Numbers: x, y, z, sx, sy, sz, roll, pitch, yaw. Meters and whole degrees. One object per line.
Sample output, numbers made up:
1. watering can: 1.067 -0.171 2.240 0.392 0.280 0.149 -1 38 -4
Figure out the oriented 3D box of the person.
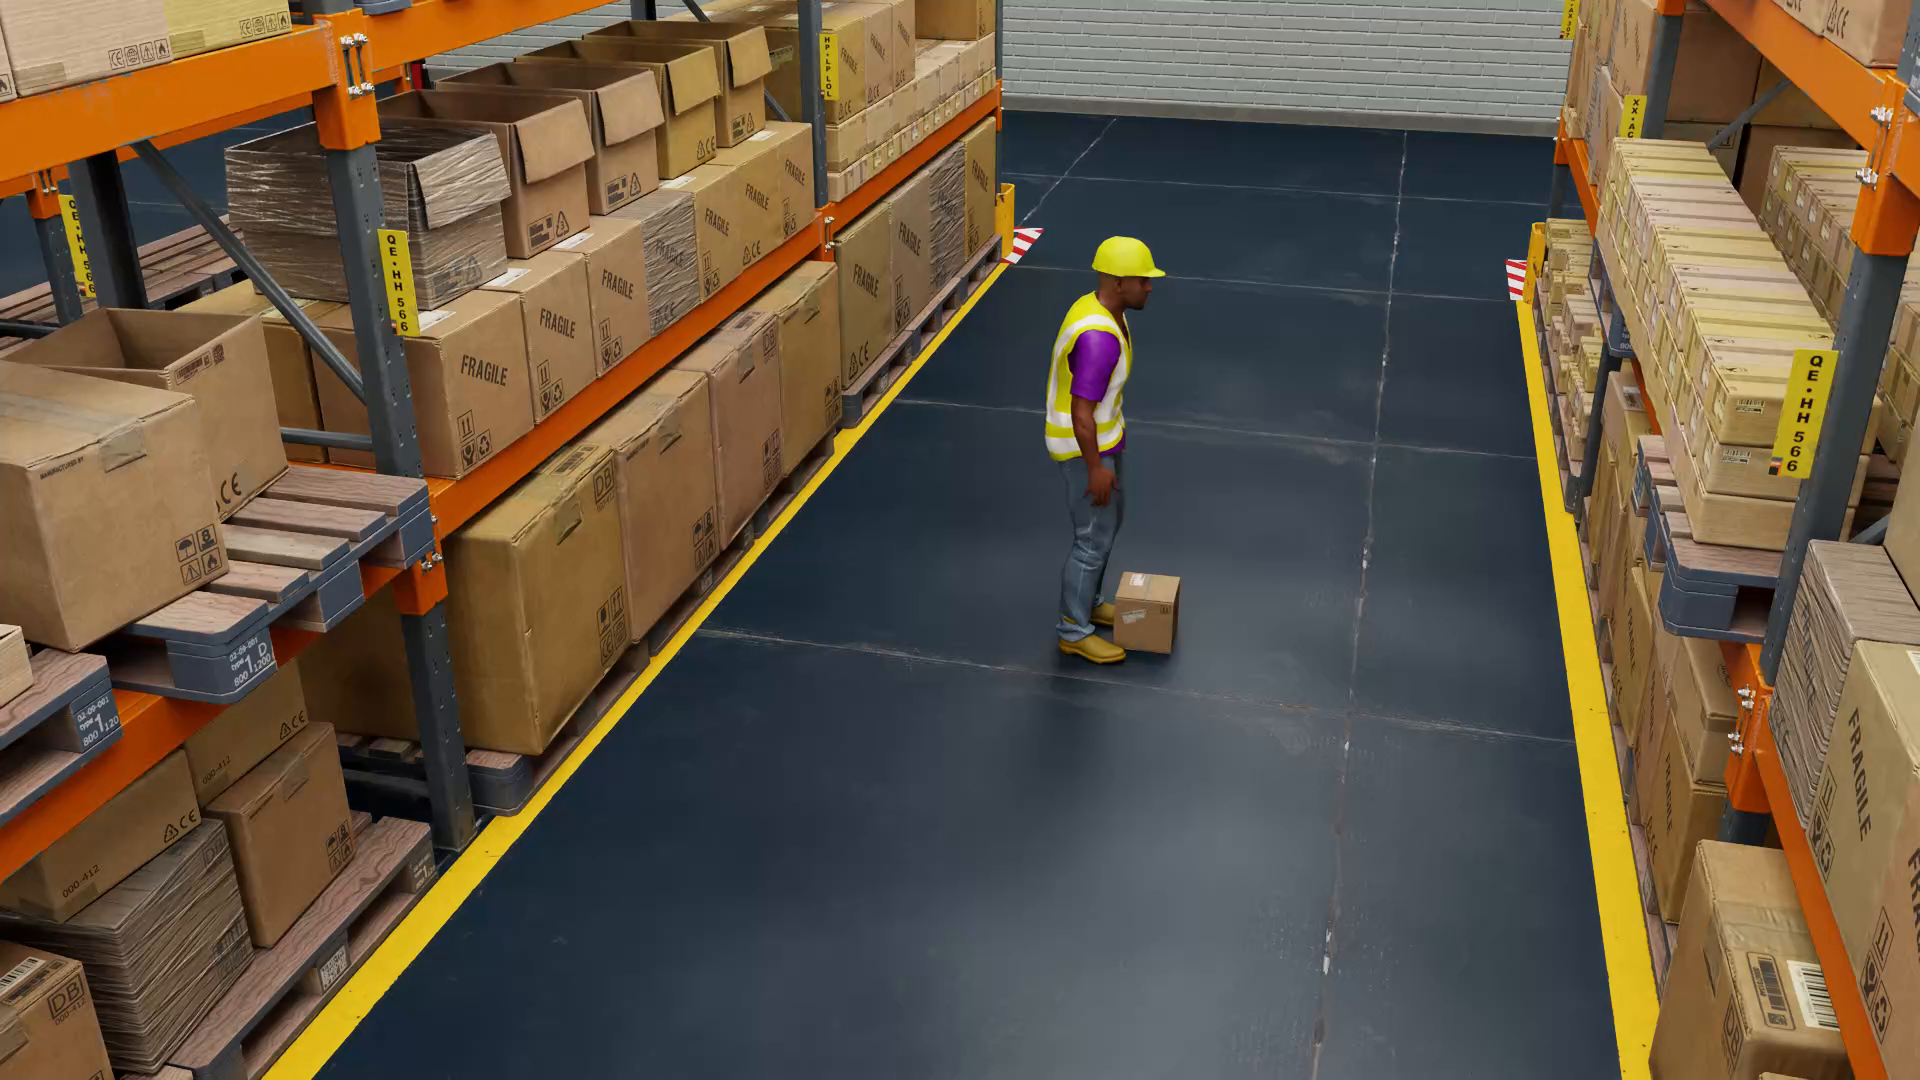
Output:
1. person: 0.586 -0.394 6.926 0.456 1.760 0.635 5 26 10
